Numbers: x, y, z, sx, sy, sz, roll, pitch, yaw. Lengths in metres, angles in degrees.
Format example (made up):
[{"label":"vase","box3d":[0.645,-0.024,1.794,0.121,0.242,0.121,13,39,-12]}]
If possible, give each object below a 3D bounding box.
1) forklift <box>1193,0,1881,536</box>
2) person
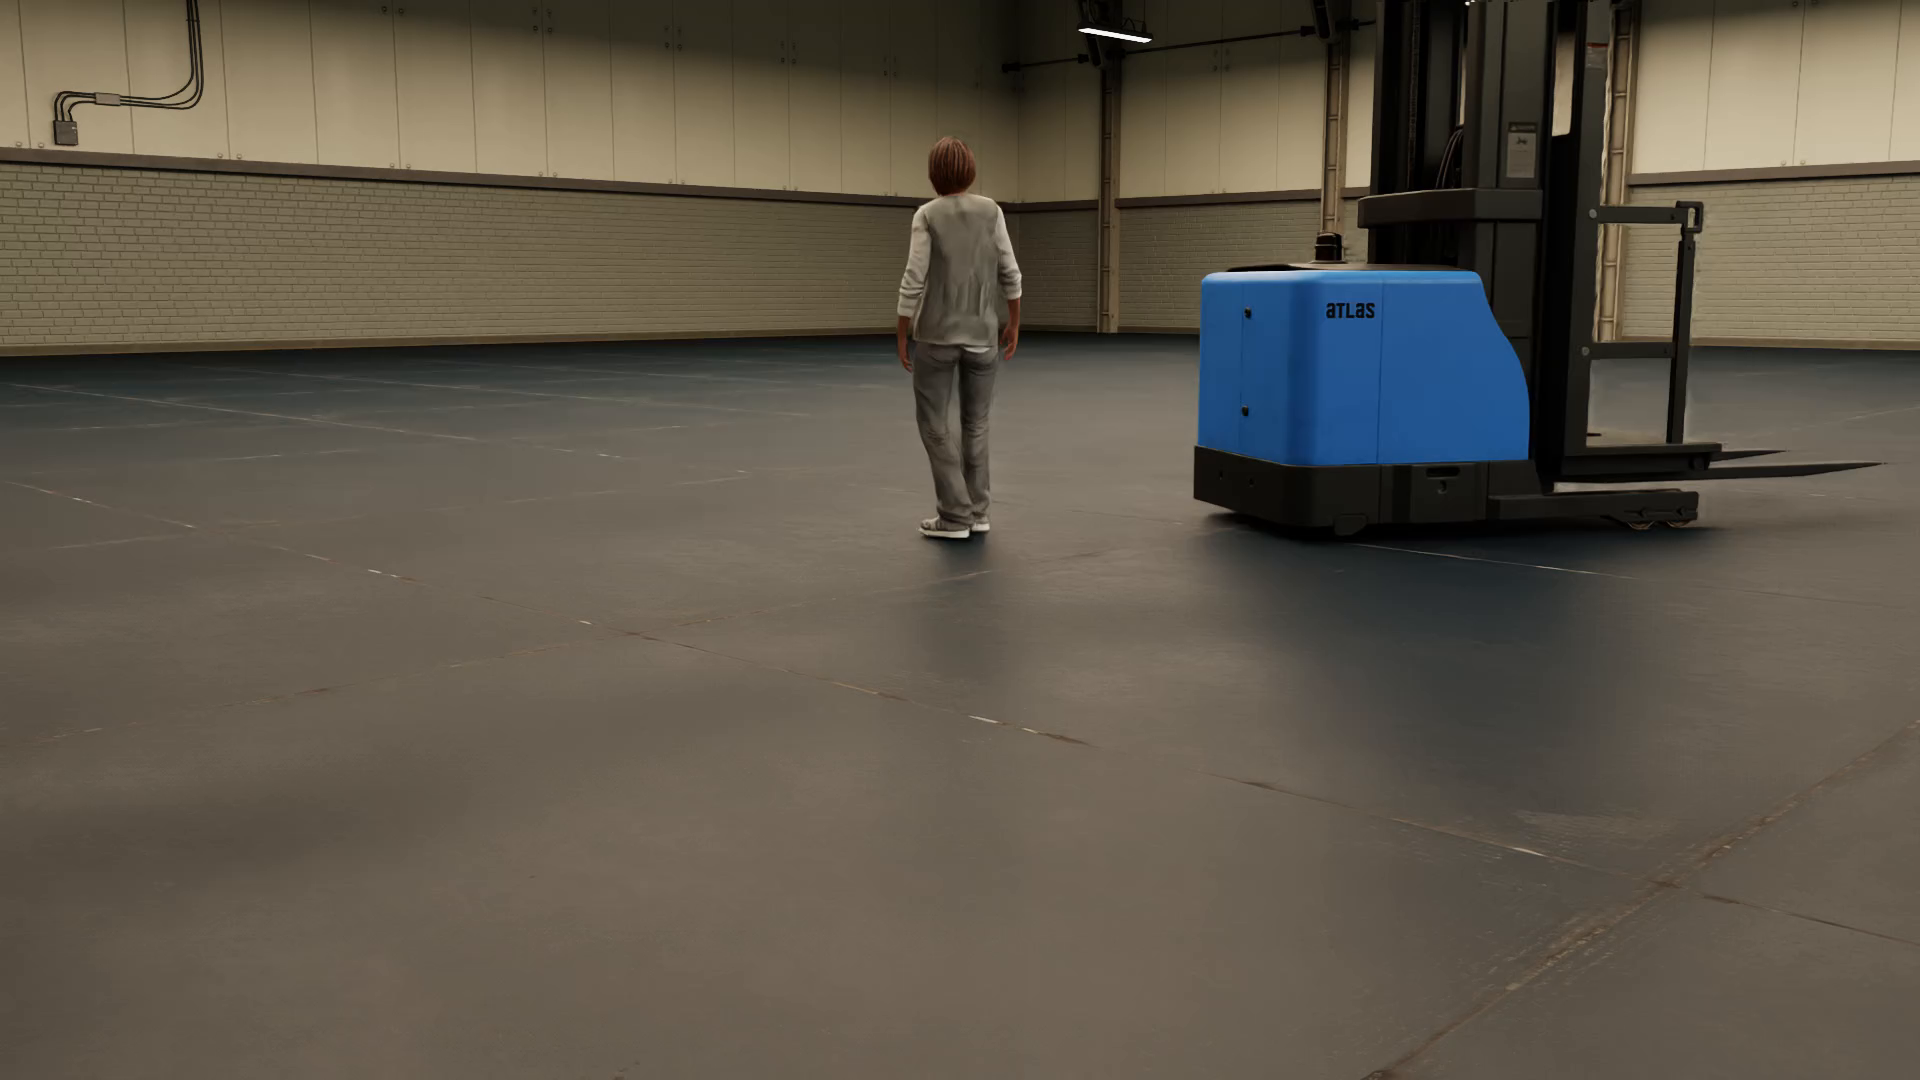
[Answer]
[{"label":"forklift","box3d":[2.625,-1.562,7.250,3.031,2.935,1.130,-2,9,-16]},{"label":"person","box3d":[-0.034,-0.801,6.717,0.528,1.588,0.489,-3,9,-18]}]
